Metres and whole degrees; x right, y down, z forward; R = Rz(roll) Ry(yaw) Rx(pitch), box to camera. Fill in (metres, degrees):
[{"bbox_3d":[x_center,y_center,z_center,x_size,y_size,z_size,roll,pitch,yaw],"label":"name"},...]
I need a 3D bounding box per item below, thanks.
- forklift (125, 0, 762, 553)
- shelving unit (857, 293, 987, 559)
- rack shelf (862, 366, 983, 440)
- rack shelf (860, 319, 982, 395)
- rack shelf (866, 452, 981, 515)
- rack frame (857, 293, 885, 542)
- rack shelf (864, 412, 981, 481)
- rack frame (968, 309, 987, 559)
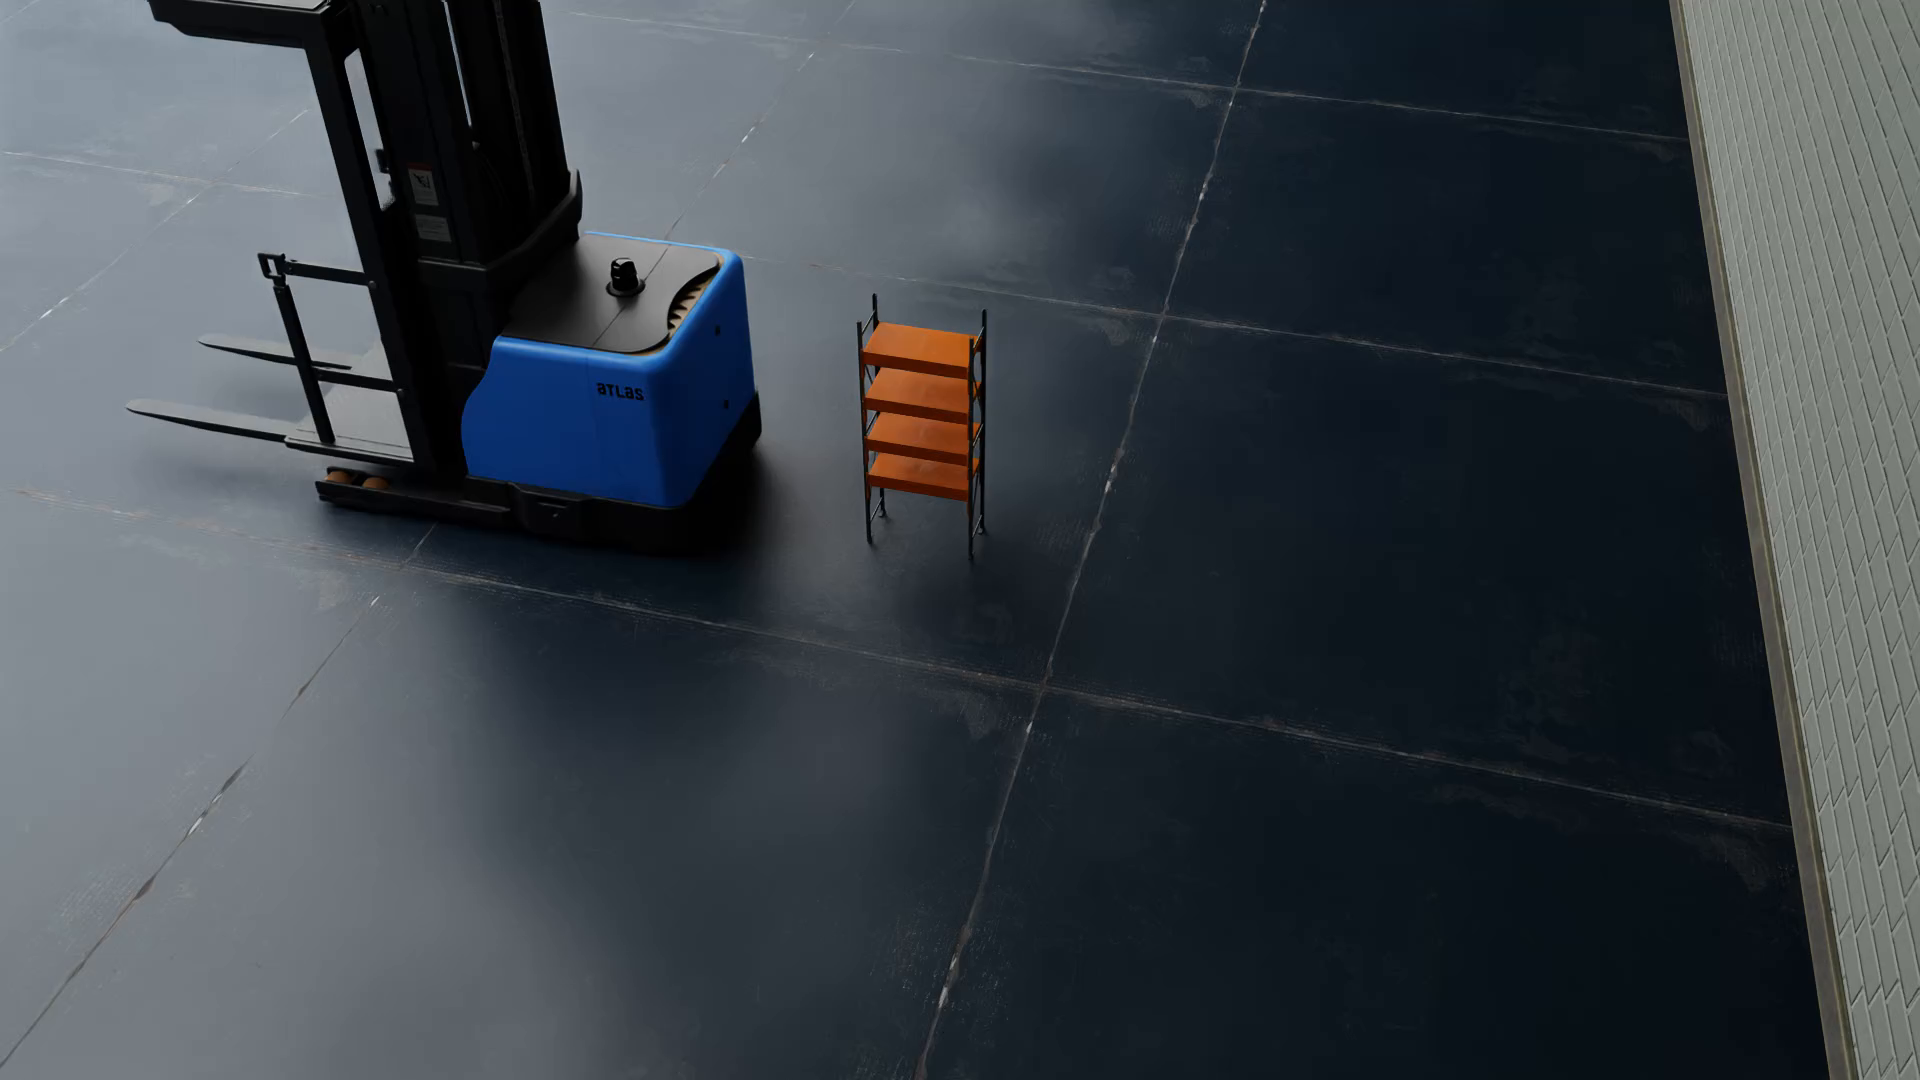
[{"bbox_3d":[-2.562,-1.572,7.343,3.031,2.935,1.130,9,41,11],"label":"forklift"},{"bbox_3d":[-0.160,-0.487,7.397,0.503,1.200,0.258,10,41,11],"label":"shelving unit"},{"bbox_3d":[-0.160,-0.607,7.296,0.480,0.148,0.258,10,41,11],"label":"rack shelf"},{"bbox_3d":[-0.160,-0.788,7.144,0.480,0.148,0.258,10,41,11],"label":"rack shelf"},{"bbox_3d":[-0.160,-0.283,7.568,0.480,0.148,0.258,10,41,11],"label":"rack shelf"},{"bbox_3d":[-0.396,-0.528,7.445,0.015,1.200,0.240,10,41,11],"label":"rack frame"},{"bbox_3d":[-0.160,-0.435,7.440,0.480,0.148,0.258,10,41,11],"label":"rack shelf"},{"bbox_3d":[0.076,-0.446,7.349,0.015,1.200,0.240,10,41,11],"label":"rack frame"}]
